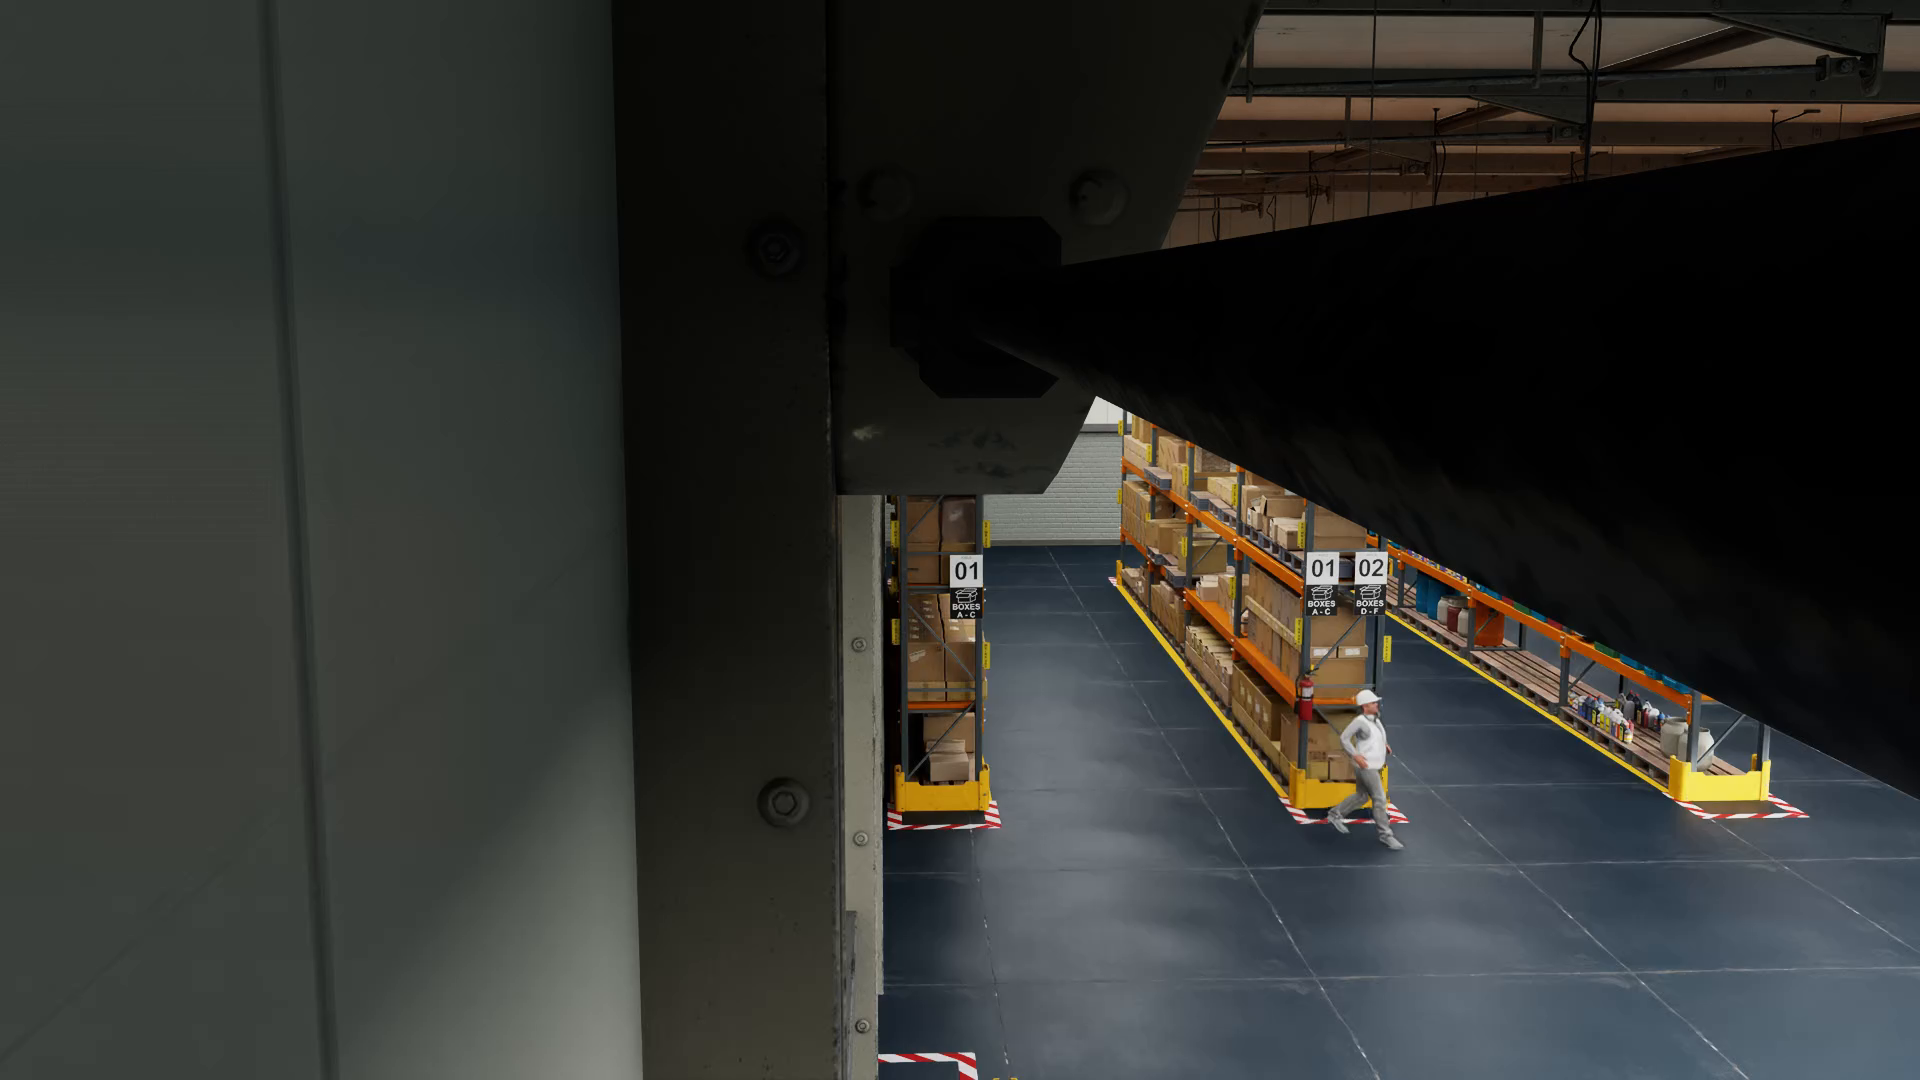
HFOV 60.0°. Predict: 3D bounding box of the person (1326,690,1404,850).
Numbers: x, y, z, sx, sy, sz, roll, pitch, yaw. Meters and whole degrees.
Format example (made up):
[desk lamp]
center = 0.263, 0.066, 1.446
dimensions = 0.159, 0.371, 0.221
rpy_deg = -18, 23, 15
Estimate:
[person]
center = 4.732, 2.626, 19.279
dimensions = 0.924, 1.792, 0.701
rpy_deg = 4, 9, 25
